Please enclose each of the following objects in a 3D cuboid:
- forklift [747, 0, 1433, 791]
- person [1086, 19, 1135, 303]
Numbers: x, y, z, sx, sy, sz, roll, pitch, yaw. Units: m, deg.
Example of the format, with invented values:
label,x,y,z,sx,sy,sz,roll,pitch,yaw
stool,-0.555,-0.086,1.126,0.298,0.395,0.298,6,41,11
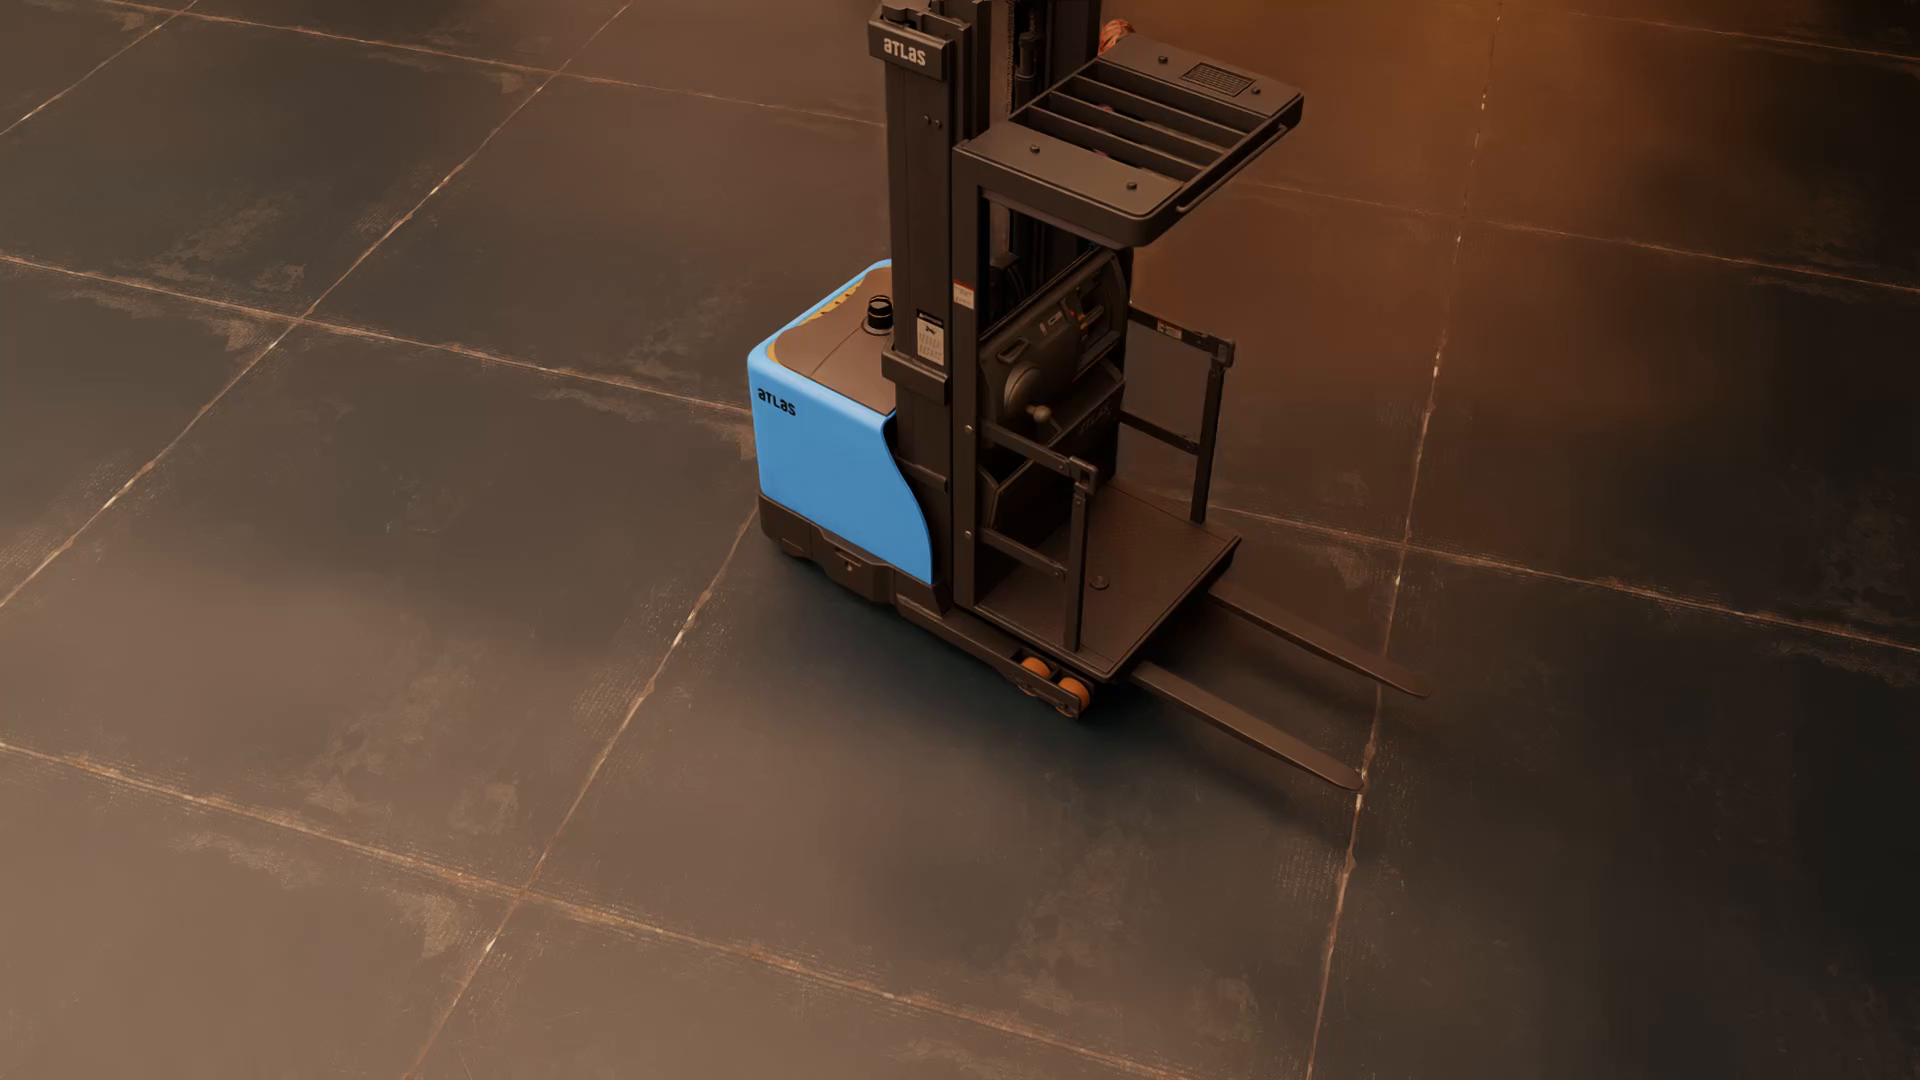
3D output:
label,x,y,z,sx,sy,sz,roll,pitch,yaw
forklift,0.546,-0.739,6.484,3.031,2.935,1.130,27,49,26
person,0.781,-2.001,8.843,0.449,1.575,0.612,13,44,13
